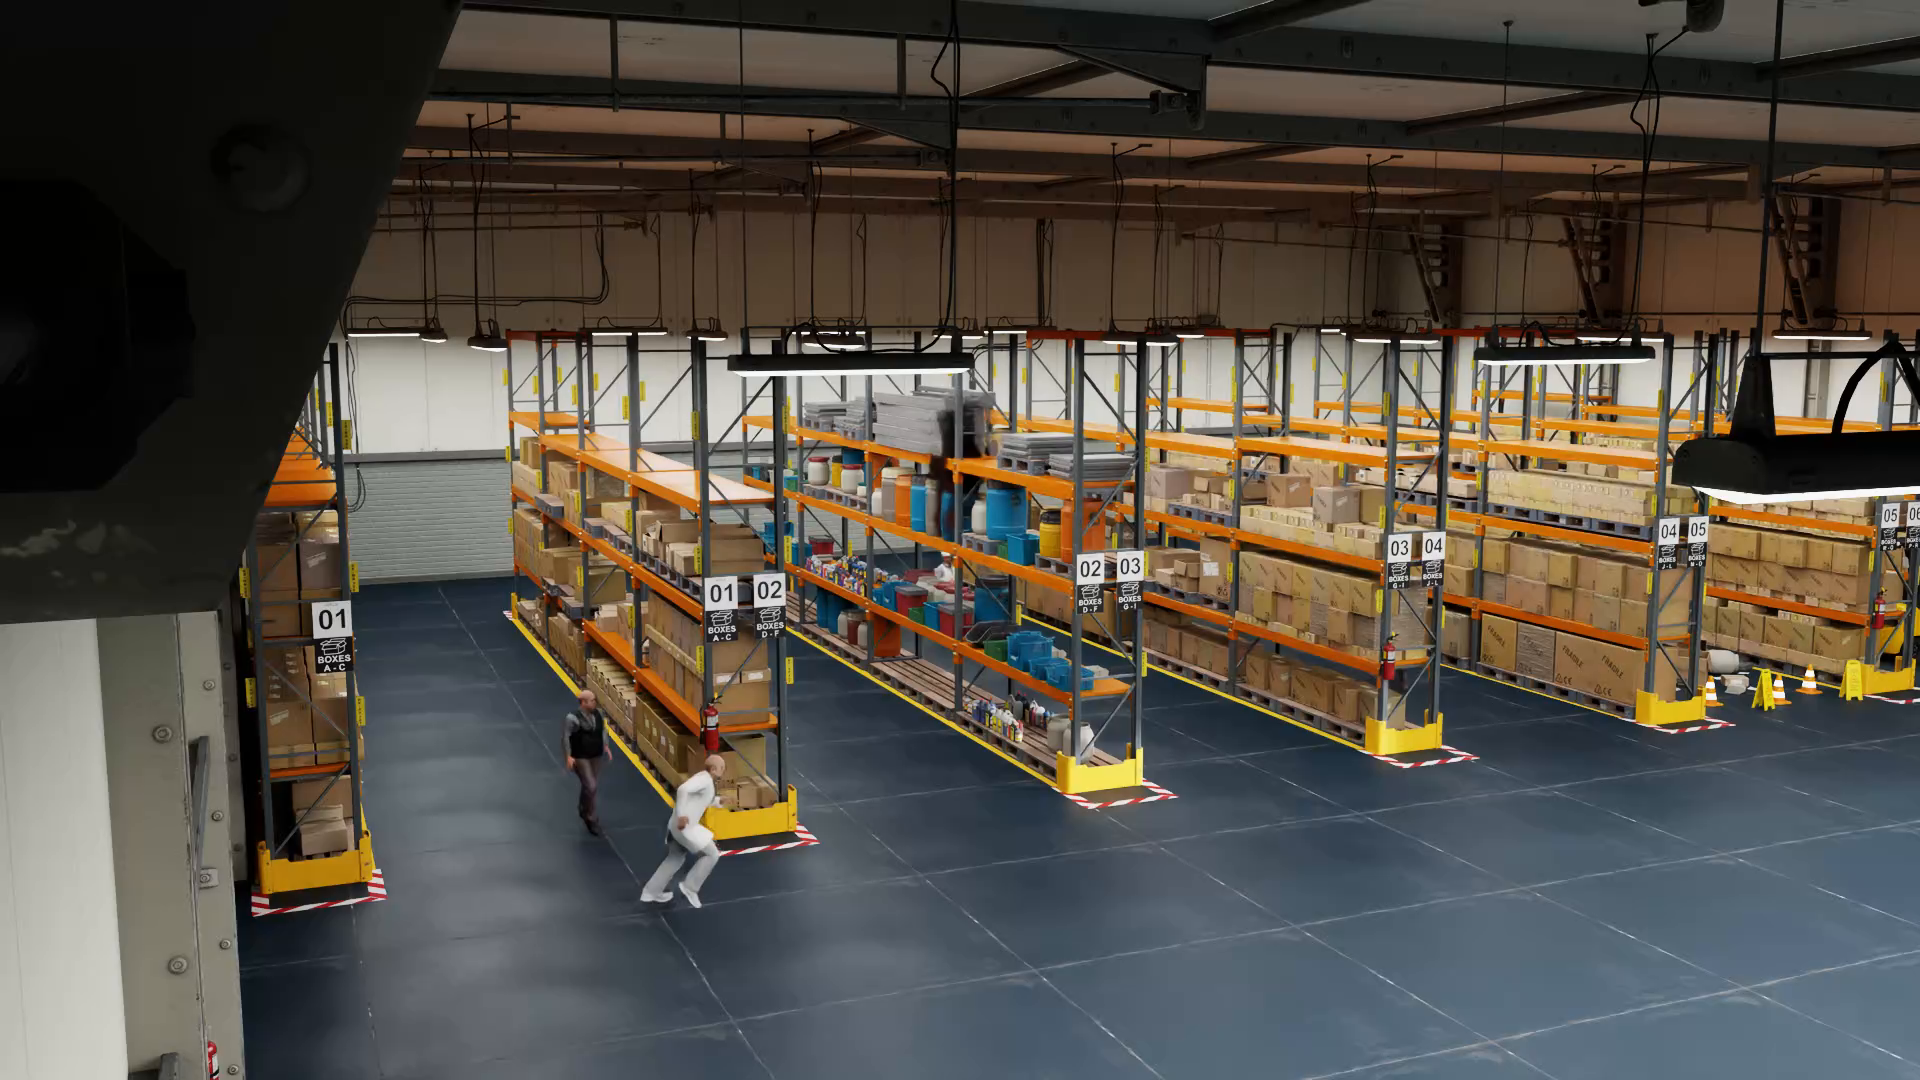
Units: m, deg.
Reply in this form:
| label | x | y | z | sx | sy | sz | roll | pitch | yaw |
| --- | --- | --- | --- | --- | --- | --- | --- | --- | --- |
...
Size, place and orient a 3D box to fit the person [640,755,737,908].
| label | x | y | z | sx | sy | sz | roll | pitch | yaw |
| --- | --- | --- | --- | --- | --- | --- | --- | --- | --- |
| person | -2.902 | 3.133 | 17.723 | 1.043 | 1.684 | 0.754 | -1 | 8 | -7 |

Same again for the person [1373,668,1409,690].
| label | x | y | z | sx | sy | sz | roll | pitch | yaw |
| --- | --- | --- | --- | --- | --- | --- | --- | --- | --- |
| person | 7.439 | 1.753 | 28.381 | 0.569 | 1.491 | 1.031 | -3 | 8 | -24 |

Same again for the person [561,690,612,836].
| label | x | y | z | sx | sy | sz | roll | pitch | yaw |
| --- | --- | --- | --- | --- | --- | --- | --- | --- | --- |
| person | -4.599 | 2.702 | 20.415 | 0.596 | 1.777 | 0.612 | 6 | 10 | 38 |

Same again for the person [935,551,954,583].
| label | x | y | z | sx | sy | sz | roll | pitch | yaw |
| --- | --- | --- | --- | --- | --- | --- | --- | --- | --- |
| person | -0.252 | 1.070 | 32.213 | 0.636 | 1.827 | 0.866 | -5 | 9 | -33 |
